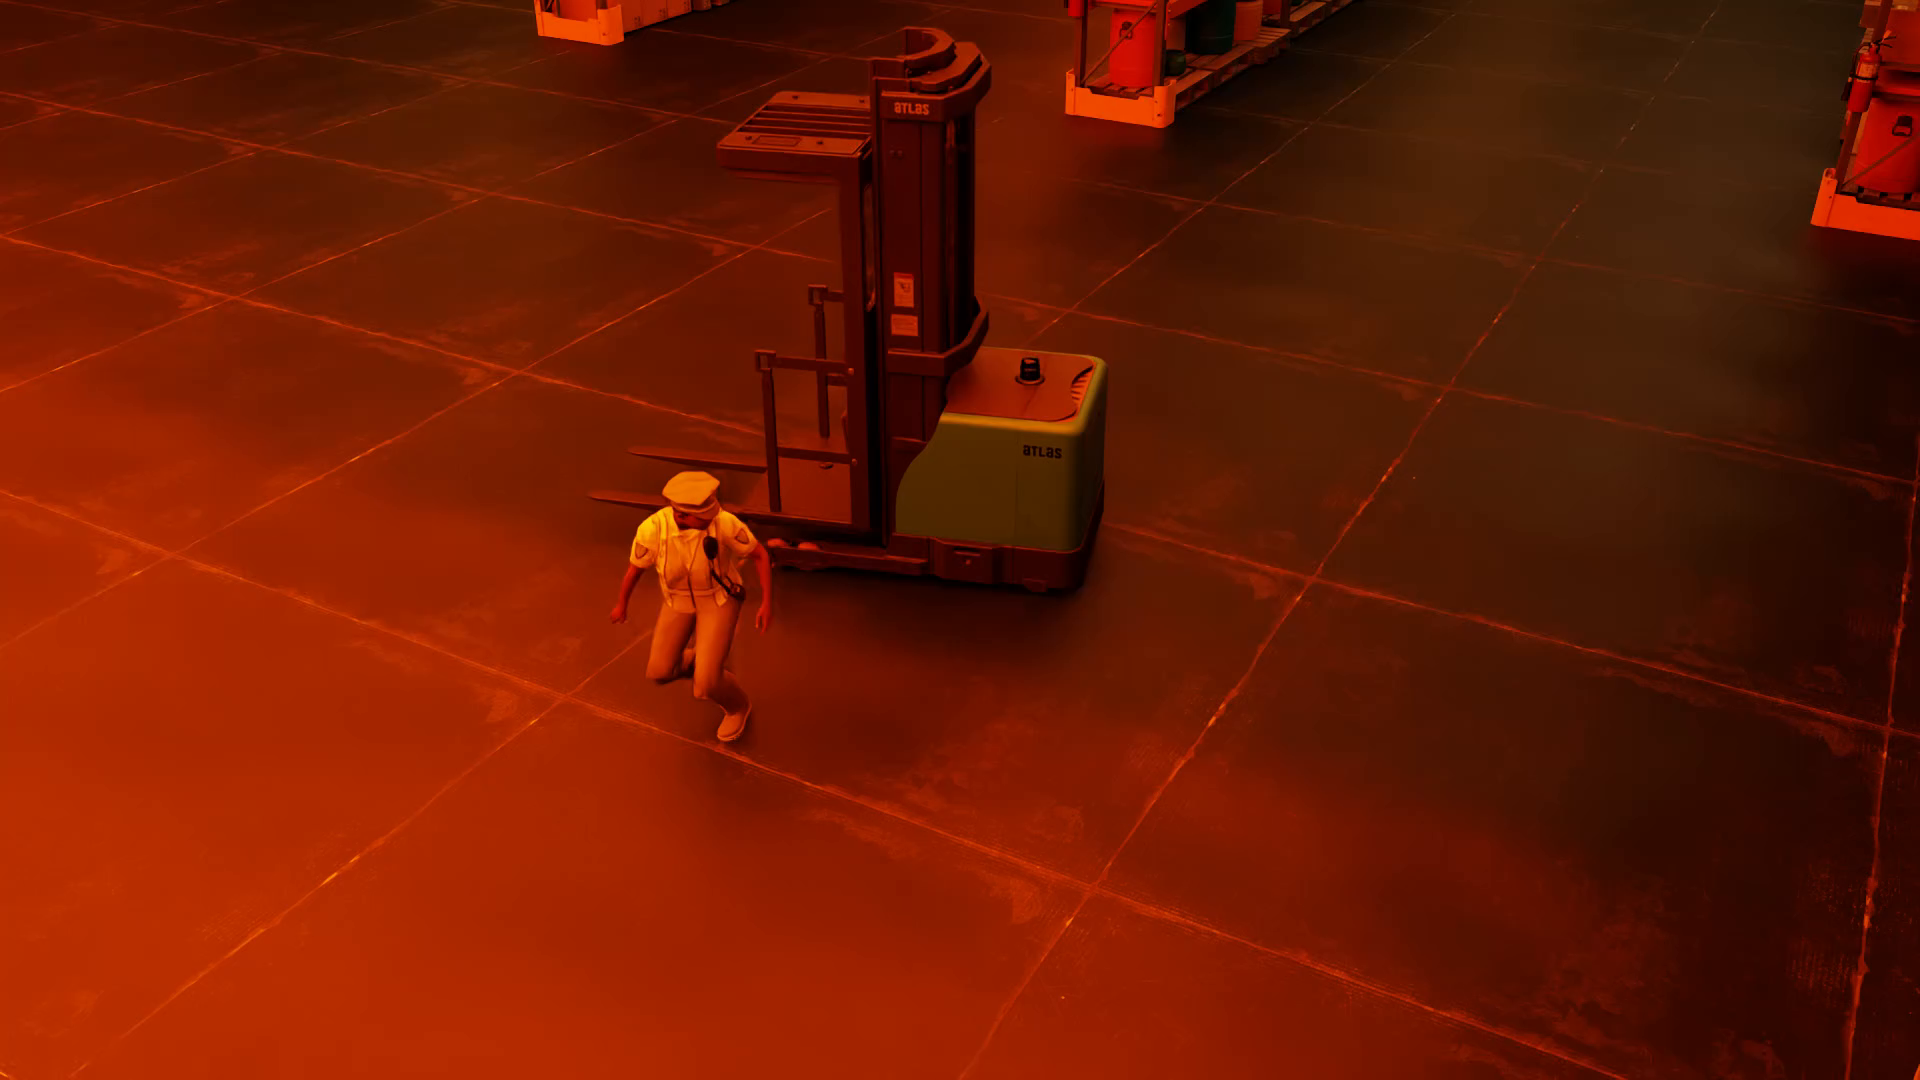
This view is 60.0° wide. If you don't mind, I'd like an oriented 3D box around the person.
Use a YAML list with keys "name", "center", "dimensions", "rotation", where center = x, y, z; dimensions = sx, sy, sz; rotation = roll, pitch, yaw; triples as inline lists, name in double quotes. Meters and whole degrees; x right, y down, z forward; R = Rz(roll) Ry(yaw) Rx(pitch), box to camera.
- name: "person"
  center: [-1.297, 0.285, 8.076]
  dimensions: [0.833, 1.477, 0.573]
  rotation: [4, 30, 7]

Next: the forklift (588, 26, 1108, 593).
- name: "forklift"
  center: [-0.695, -1.339, 9.390]
  dimensions: [3.031, 2.935, 1.130]
  rotation: [6, 31, 11]
